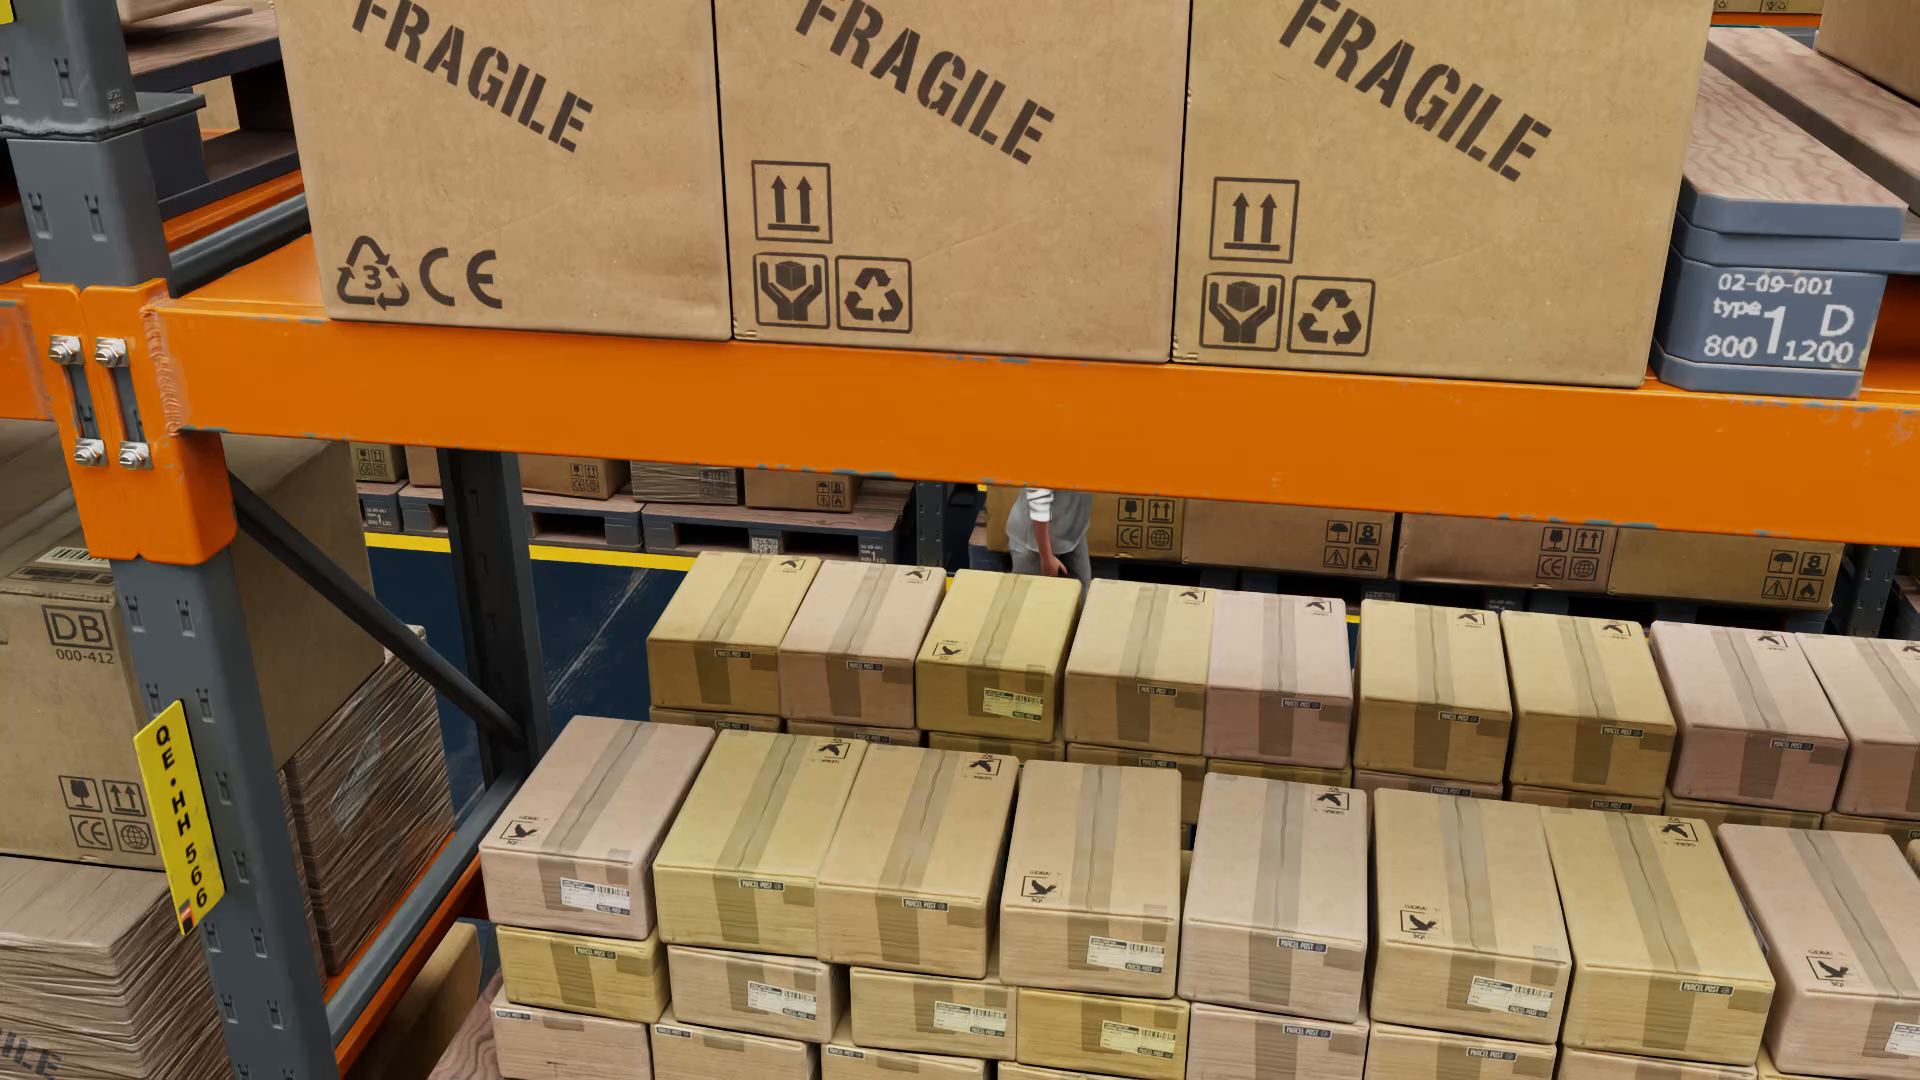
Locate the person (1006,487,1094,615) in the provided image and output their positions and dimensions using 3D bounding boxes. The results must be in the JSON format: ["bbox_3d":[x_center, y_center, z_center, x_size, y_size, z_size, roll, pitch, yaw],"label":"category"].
[{"bbox_3d":[0.366,-0.002,6.119,0.604,1.570,0.426,9,27,19],"label":"person"}]
